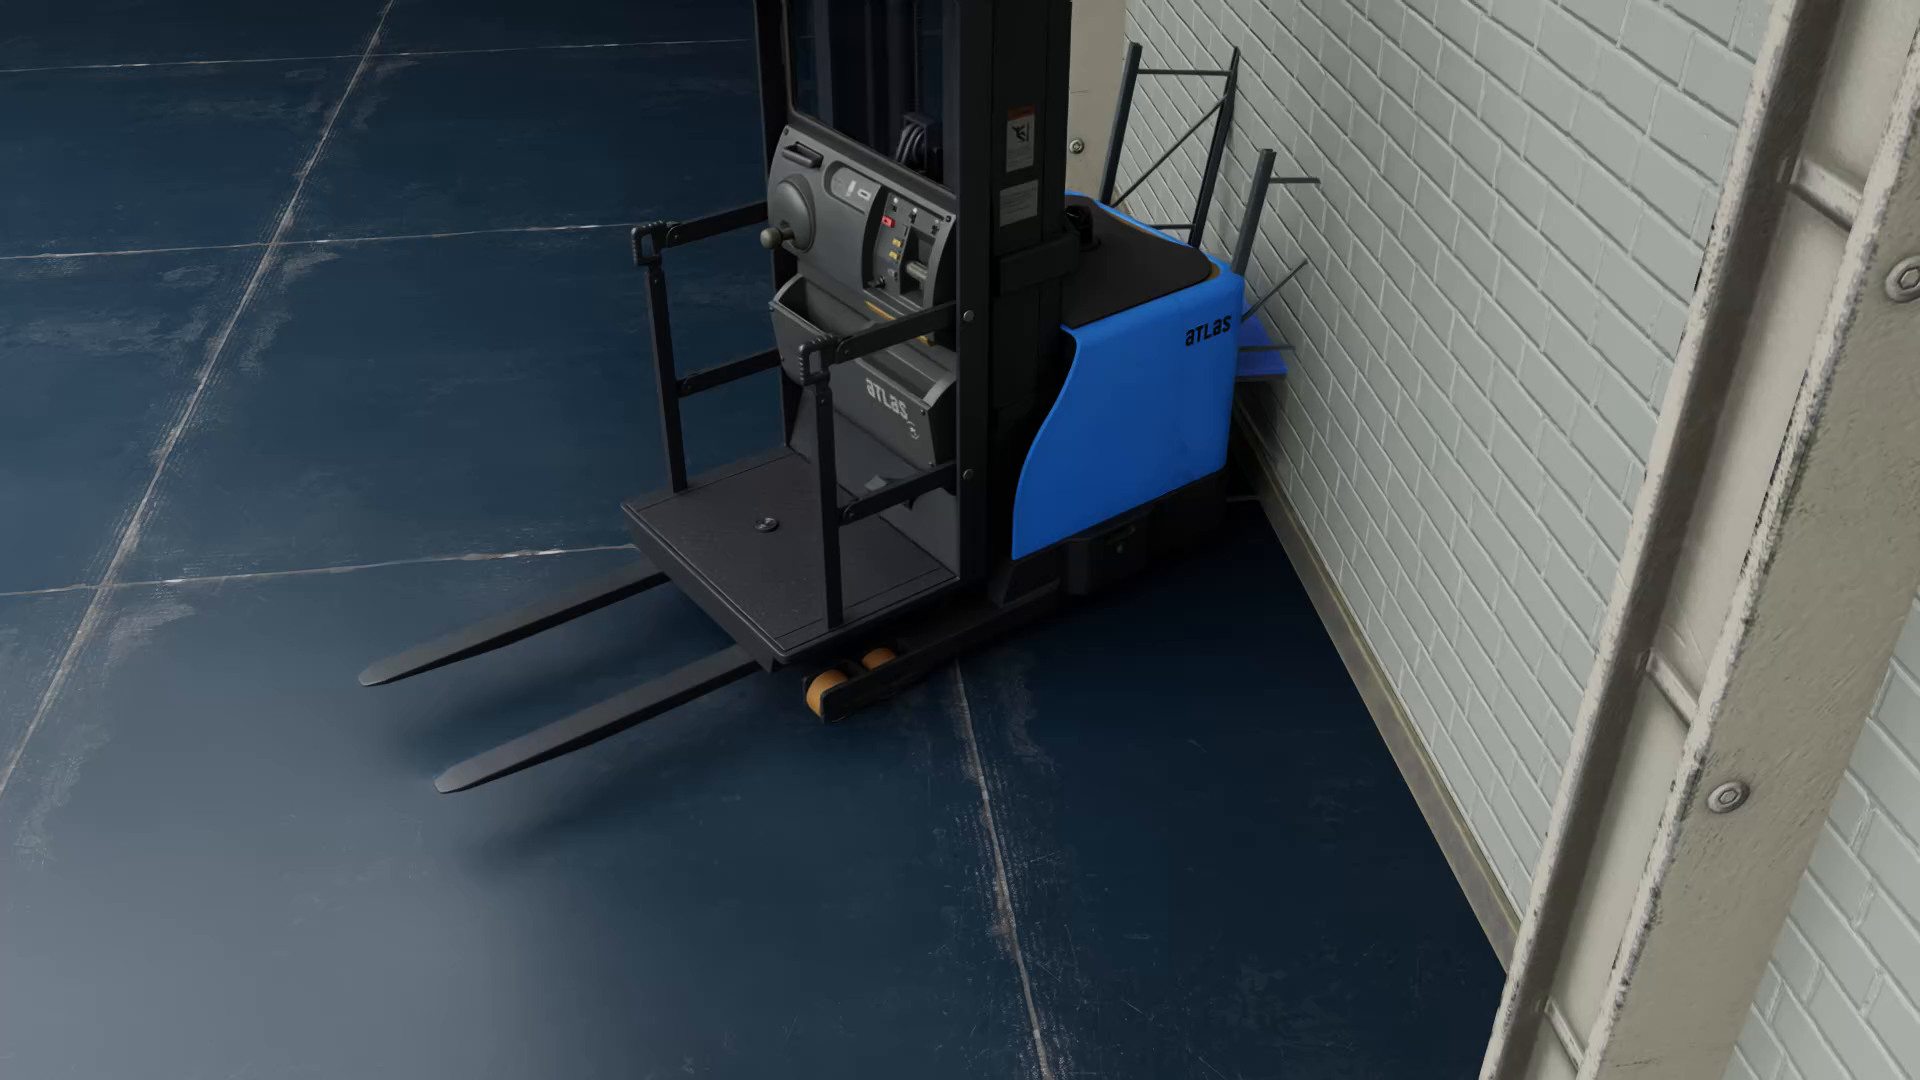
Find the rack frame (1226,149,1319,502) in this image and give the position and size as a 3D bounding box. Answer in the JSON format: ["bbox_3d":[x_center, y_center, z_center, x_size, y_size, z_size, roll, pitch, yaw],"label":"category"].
[{"bbox_3d":[1.119,-0.685,5.967,0.500,1.500,0.032,-5,37,-22],"label":"rack frame"}]

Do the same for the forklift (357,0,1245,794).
[{"bbox_3d":[-0.486,-0.961,5.057,3.031,2.935,1.130,-23,40,-30],"label":"forklift"}]

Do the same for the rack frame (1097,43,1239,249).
[{"bbox_3d":[0.762,-1.262,6.725,0.500,1.500,0.032,-5,37,-22],"label":"rack frame"}]

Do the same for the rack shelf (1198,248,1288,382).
[{"bbox_3d":[0.914,-0.826,6.446,0.538,0.185,1.000,-5,37,-22],"label":"rack shelf"}]

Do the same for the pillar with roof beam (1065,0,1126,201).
[{"bbox_3d":[-3.622,-5.216,5.913,9.100,9.000,0.400,-4,35,-6],"label":"pillar with roof beam"}]

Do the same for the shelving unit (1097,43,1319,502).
[{"bbox_3d":[0.940,-0.973,6.346,0.538,1.500,1.048,-5,37,-22],"label":"shelving unit"}]
